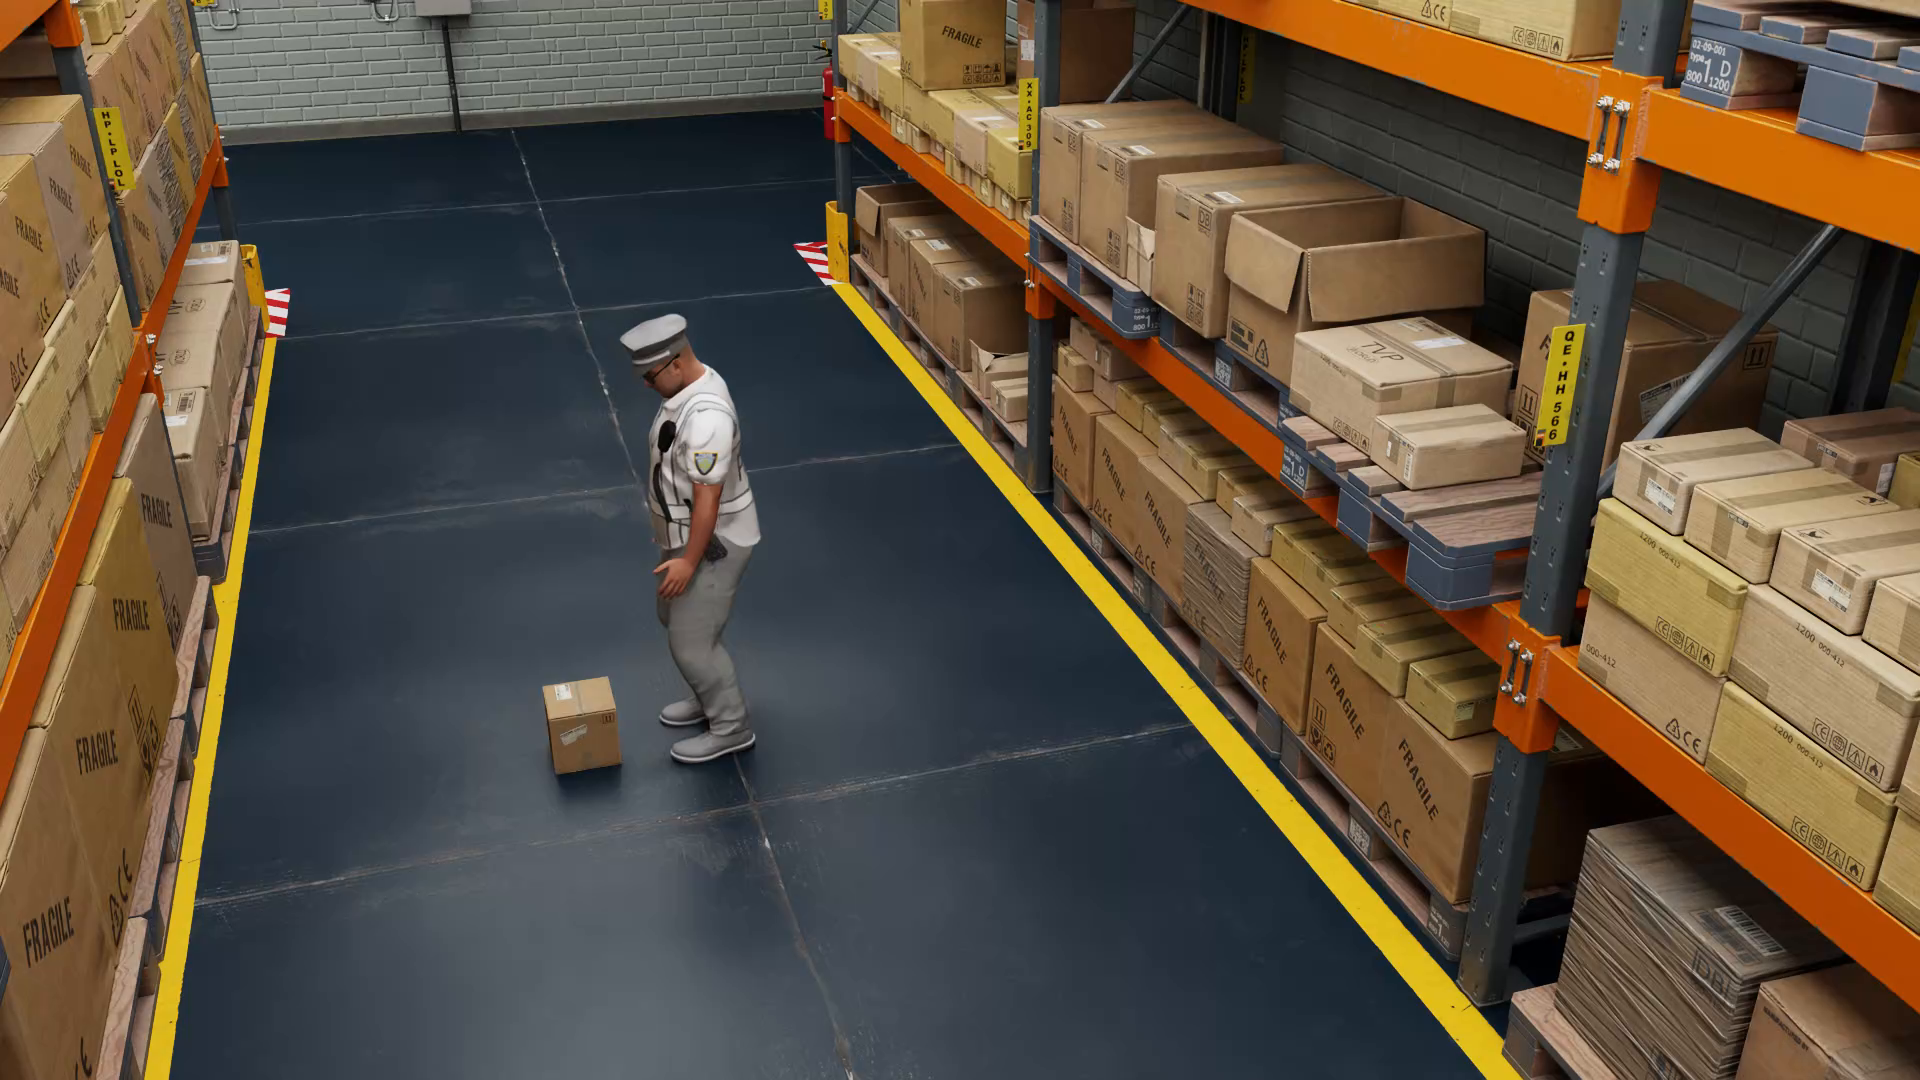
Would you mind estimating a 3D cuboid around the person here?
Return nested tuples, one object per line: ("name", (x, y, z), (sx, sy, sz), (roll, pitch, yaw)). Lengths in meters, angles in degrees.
("person", (-0.965, 0.002, 6.150), (0.440, 1.723, 0.547), (-7, 27, -15))
